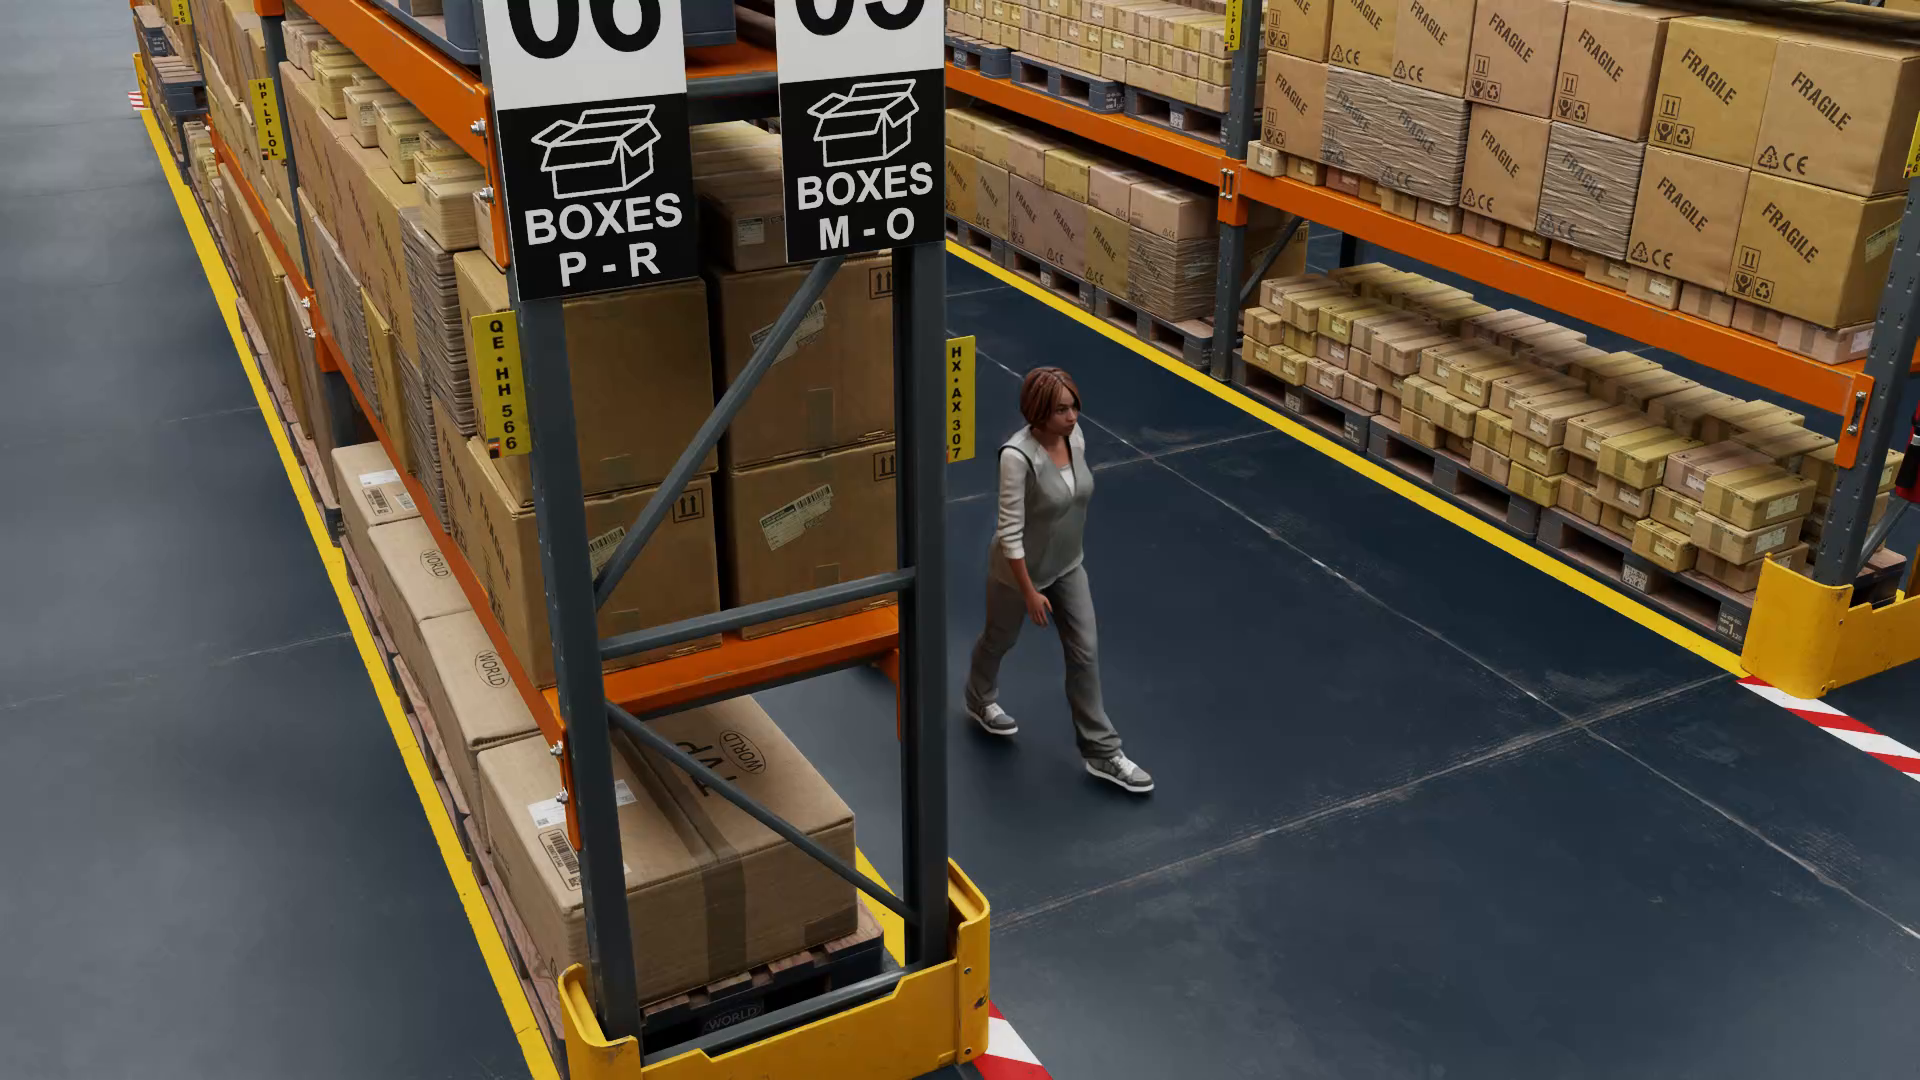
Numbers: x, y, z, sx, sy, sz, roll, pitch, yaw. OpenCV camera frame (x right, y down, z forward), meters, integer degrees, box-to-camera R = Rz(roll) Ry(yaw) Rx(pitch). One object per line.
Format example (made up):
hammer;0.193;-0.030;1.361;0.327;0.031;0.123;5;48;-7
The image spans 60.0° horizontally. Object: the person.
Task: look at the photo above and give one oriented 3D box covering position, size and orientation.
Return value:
person;0.295;0.119;5.871;0.418;1.532;0.866;-18;31;-33
